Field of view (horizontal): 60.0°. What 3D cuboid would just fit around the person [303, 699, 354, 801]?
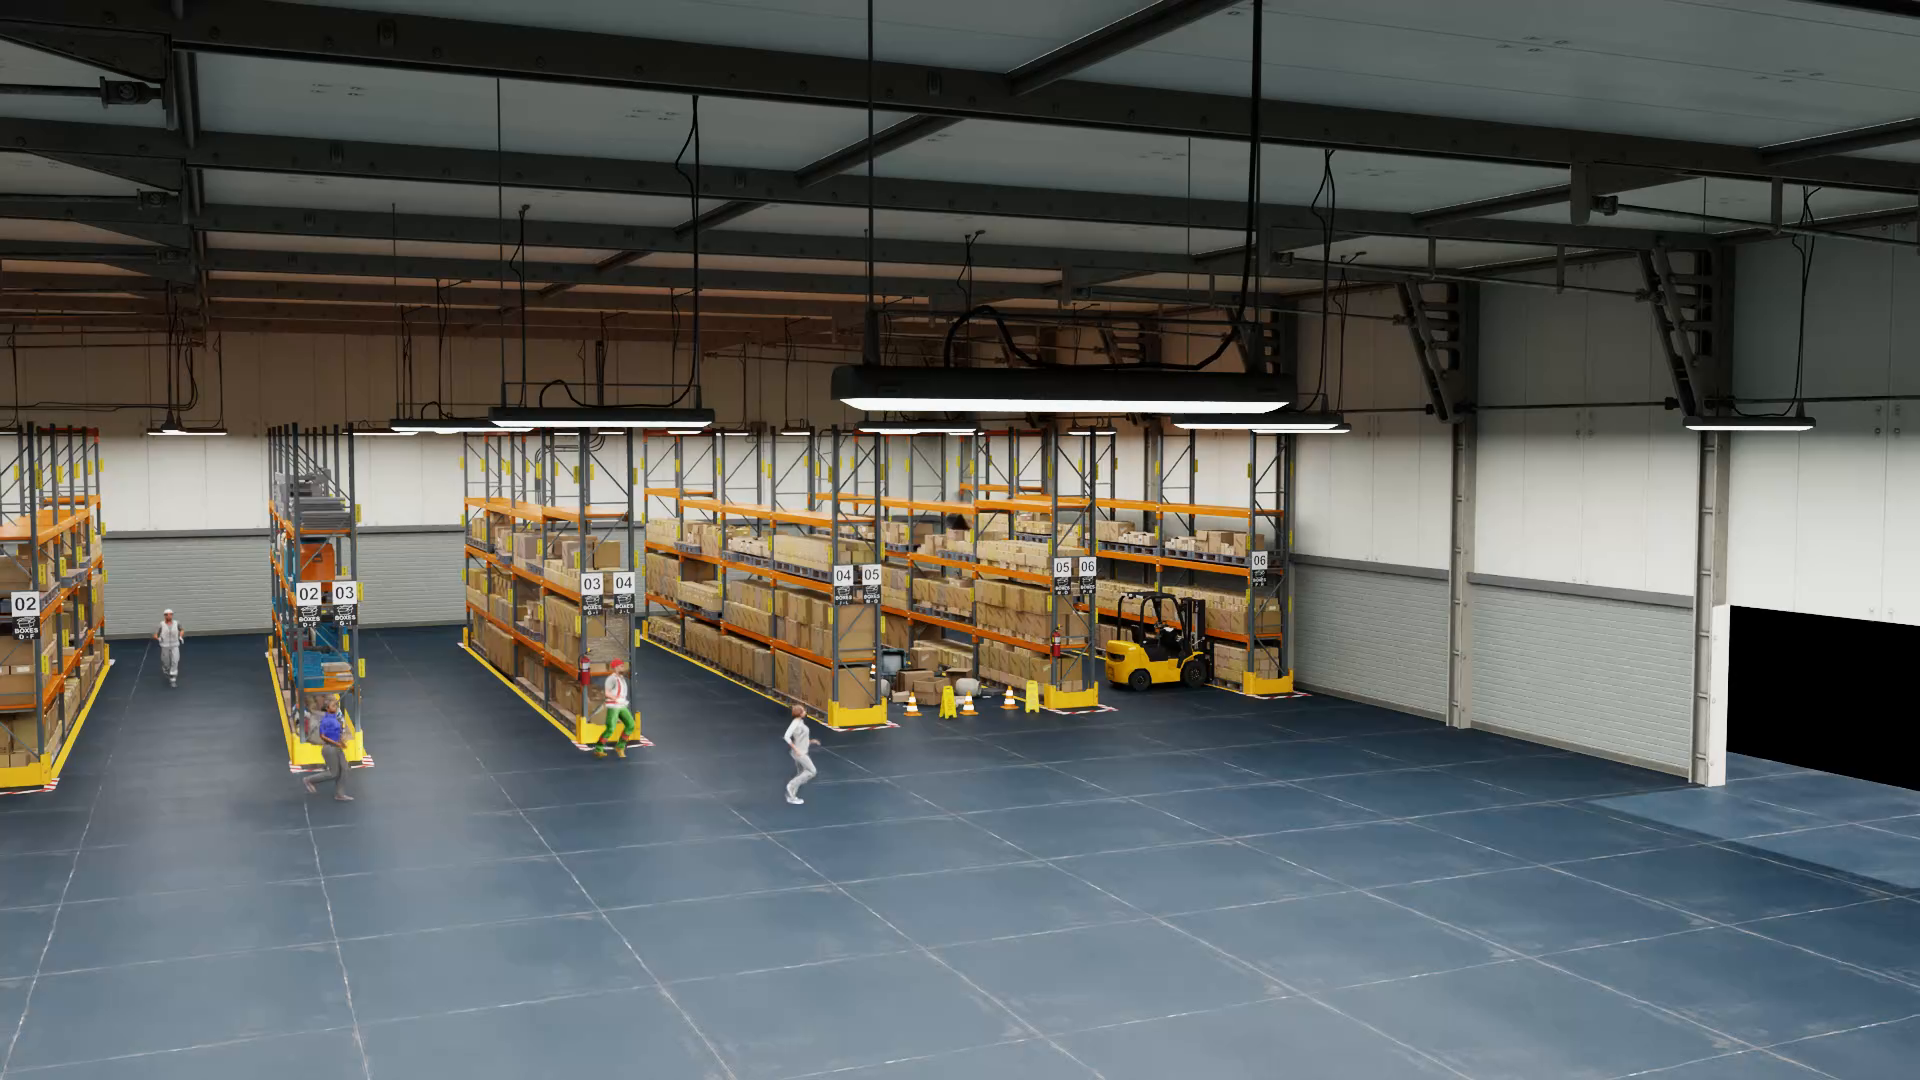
[{"bbox_3d":[-9.958,3.314,26.226,0.736,1.625,0.588,0,4,-6],"label":"person"}]

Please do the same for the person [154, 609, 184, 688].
[{"bbox_3d":[-18.269,2.485,38.444,0.656,1.789,0.956,-2,4,-31],"label":"person"}]

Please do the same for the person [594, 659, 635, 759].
[{"bbox_3d":[-6.160,3.022,29.836,0.675,1.780,0.711,1,4,19],"label":"person"}]

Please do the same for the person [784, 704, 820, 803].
[{"bbox_3d":[-2.467,3.348,26.016,0.549,1.559,0.522,0,3,-1],"label":"person"}]
